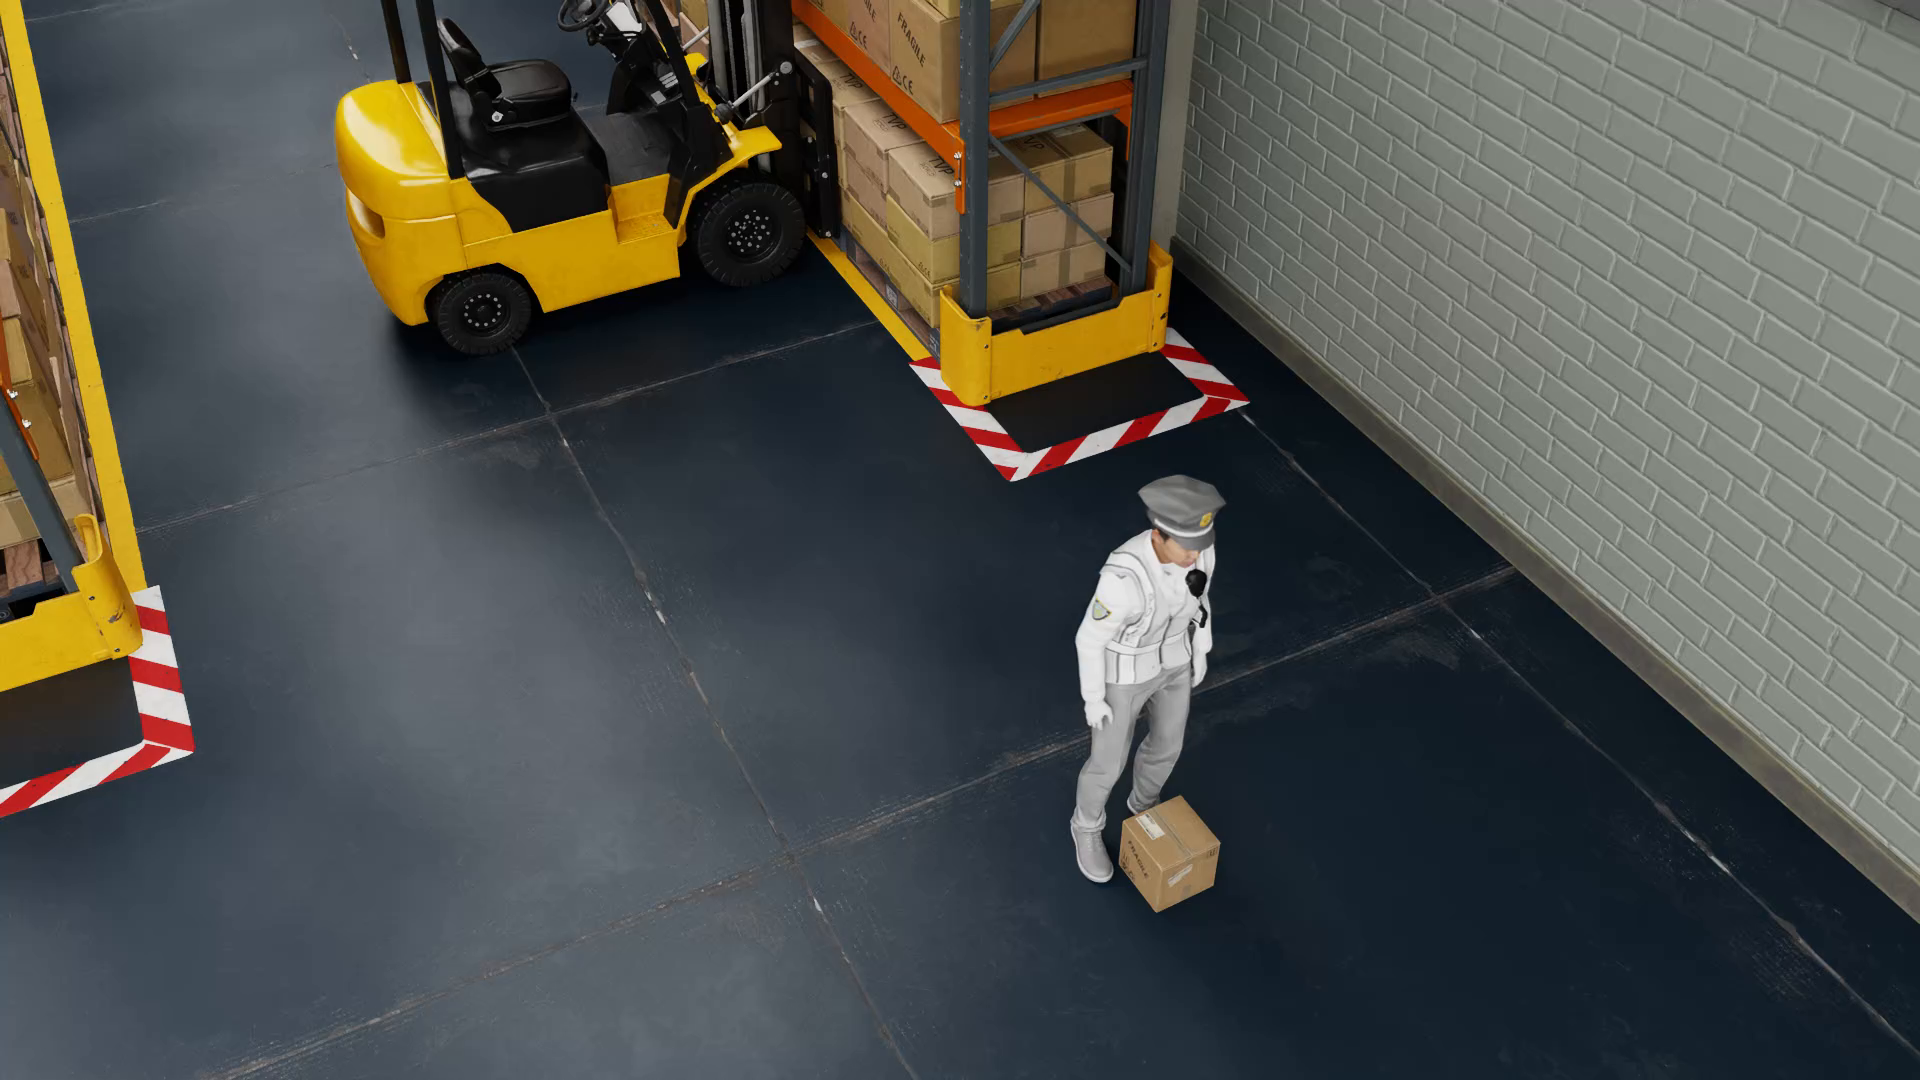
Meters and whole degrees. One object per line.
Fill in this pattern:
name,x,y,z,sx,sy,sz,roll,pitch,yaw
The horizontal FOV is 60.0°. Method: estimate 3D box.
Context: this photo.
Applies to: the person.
person,0.630,0.452,5.646,0.535,1.662,0.373,-21,46,-22
